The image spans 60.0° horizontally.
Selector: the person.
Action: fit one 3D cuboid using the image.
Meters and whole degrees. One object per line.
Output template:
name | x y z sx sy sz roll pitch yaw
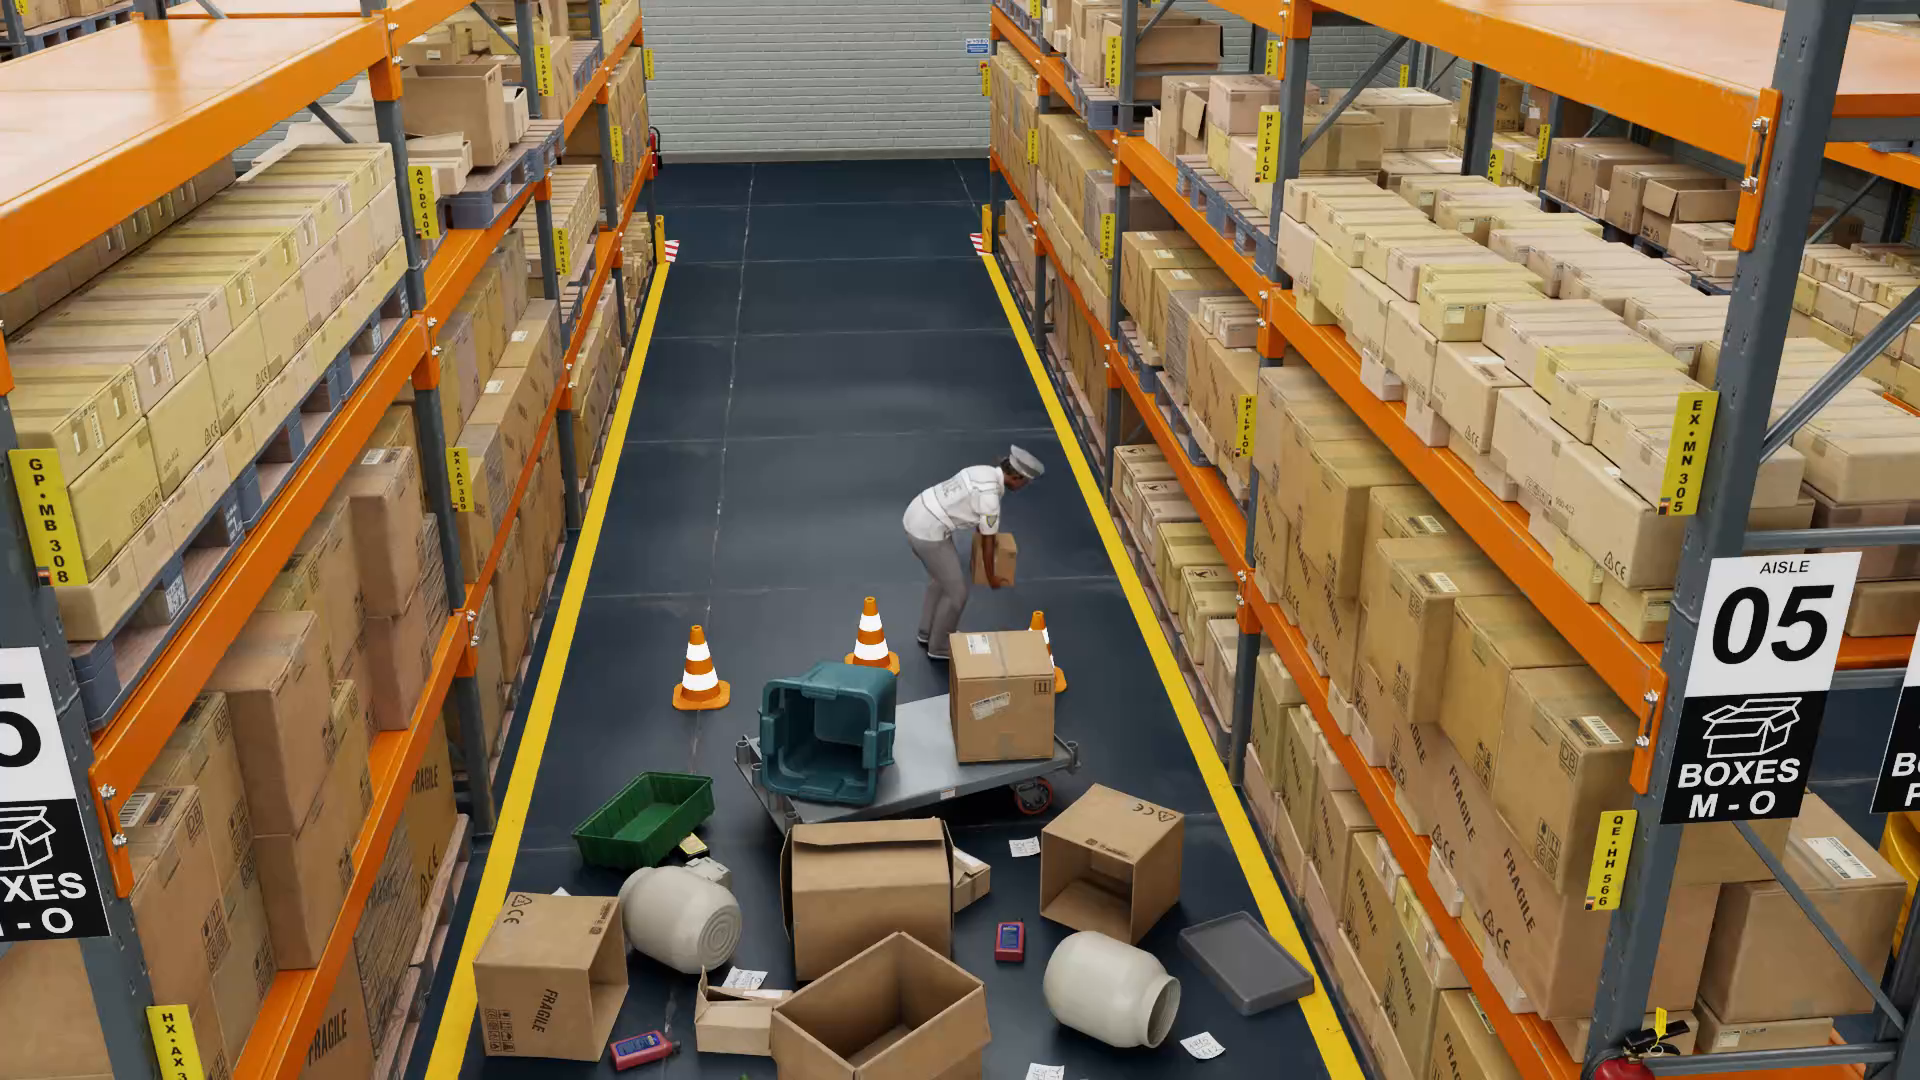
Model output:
person | 0.086 0.074 10.330 0.873 1.350 0.411 -3 24 -6
